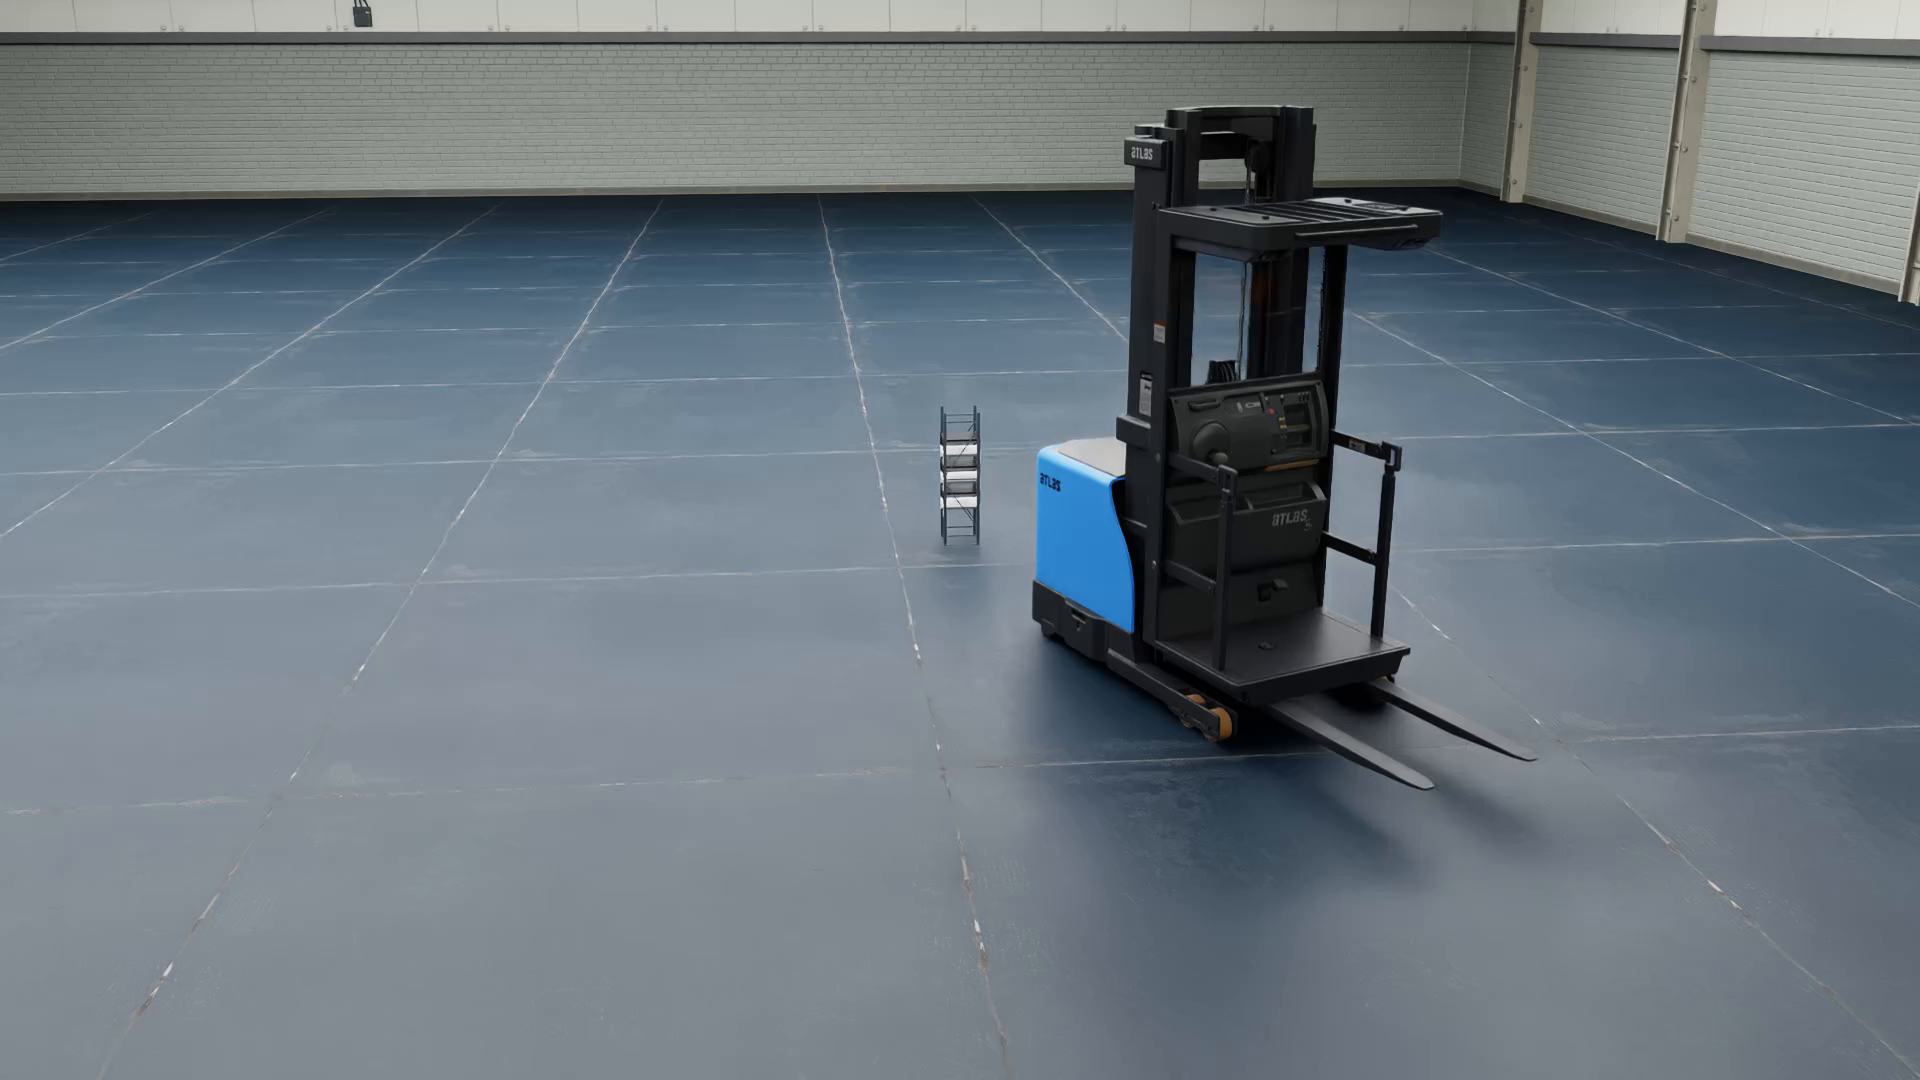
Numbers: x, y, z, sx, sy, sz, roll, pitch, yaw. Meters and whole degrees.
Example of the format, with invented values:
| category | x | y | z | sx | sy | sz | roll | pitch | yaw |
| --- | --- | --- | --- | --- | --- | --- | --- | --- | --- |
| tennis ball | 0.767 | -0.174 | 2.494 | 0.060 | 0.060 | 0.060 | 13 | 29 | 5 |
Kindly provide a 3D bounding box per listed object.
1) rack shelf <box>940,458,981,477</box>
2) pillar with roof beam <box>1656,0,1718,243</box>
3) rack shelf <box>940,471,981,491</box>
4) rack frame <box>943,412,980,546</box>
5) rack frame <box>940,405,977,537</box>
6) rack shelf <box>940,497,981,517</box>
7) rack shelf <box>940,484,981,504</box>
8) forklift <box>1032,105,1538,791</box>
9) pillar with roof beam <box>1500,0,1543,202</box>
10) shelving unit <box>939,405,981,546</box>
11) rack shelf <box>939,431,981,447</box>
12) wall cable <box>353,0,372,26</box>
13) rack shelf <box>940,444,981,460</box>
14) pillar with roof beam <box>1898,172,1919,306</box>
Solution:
| category | x | y | z | sx | sy | sz | roll | pitch | yaw |
| --- | --- | --- | --- | --- | --- | --- | --- | --- | --- |
| rack shelf | 0.001 | -0.481 | 11.018 | 0.258 | 0.077 | 0.200 | -2 | 18 | -6 |
| pillar with roof beam | 6.898 | -8.859 | 24.371 | 9.100 | 9.000 | 0.400 | -2 | 18 | -6 |
| rack shelf | 0.001 | -0.395 | 11.045 | 0.258 | 0.077 | 0.200 | -2 | 18 | -6 |
| rack frame | 0.011 | -0.397 | 10.938 | 0.240 | 0.900 | 0.006 | -2 | 18 | -6 |
| rack frame | -0.010 | -0.457 | 11.131 | 0.240 | 0.900 | 0.006 | -2 | 18 | -6 |
| rack shelf | 0.001 | -0.223 | 11.098 | 0.258 | 0.077 | 0.200 | -2 | 18 | -6 |
| rack shelf | 0.001 | -0.309 | 11.072 | 0.258 | 0.077 | 0.200 | -2 | 18 | -6 |
| forklift | 1.552 | -0.573 | 8.108 | 1.130 | 2.935 | 3.031 | -9 | 20 | -27 |
| pillar with roof beam | 6.279 | -10.646 | 30.065 | 9.100 | 9.000 | 0.400 | -2 | 18 | -6 |
| shelving unit | 0.001 | -0.427 | 11.035 | 0.258 | 0.900 | 0.210 | -2 | 18 | -6 |
| rack shelf | 0.001 | -0.653 | 10.964 | 0.258 | 0.077 | 0.200 | -2 | 18 | -6 |
| wall cable | -10.315 | -12.636 | 30.725 | 2.305 | 6.003 | 0.169 | -2 | 18 | -6 |
| rack shelf | 0.001 | -0.567 | 10.991 | 0.258 | 0.077 | 0.200 | -2 | 18 | -6 |
| pillar with roof beam | 7.517 | -7.071 | 18.677 | 9.100 | 9.000 | 0.400 | -2 | 18 | -6 |
